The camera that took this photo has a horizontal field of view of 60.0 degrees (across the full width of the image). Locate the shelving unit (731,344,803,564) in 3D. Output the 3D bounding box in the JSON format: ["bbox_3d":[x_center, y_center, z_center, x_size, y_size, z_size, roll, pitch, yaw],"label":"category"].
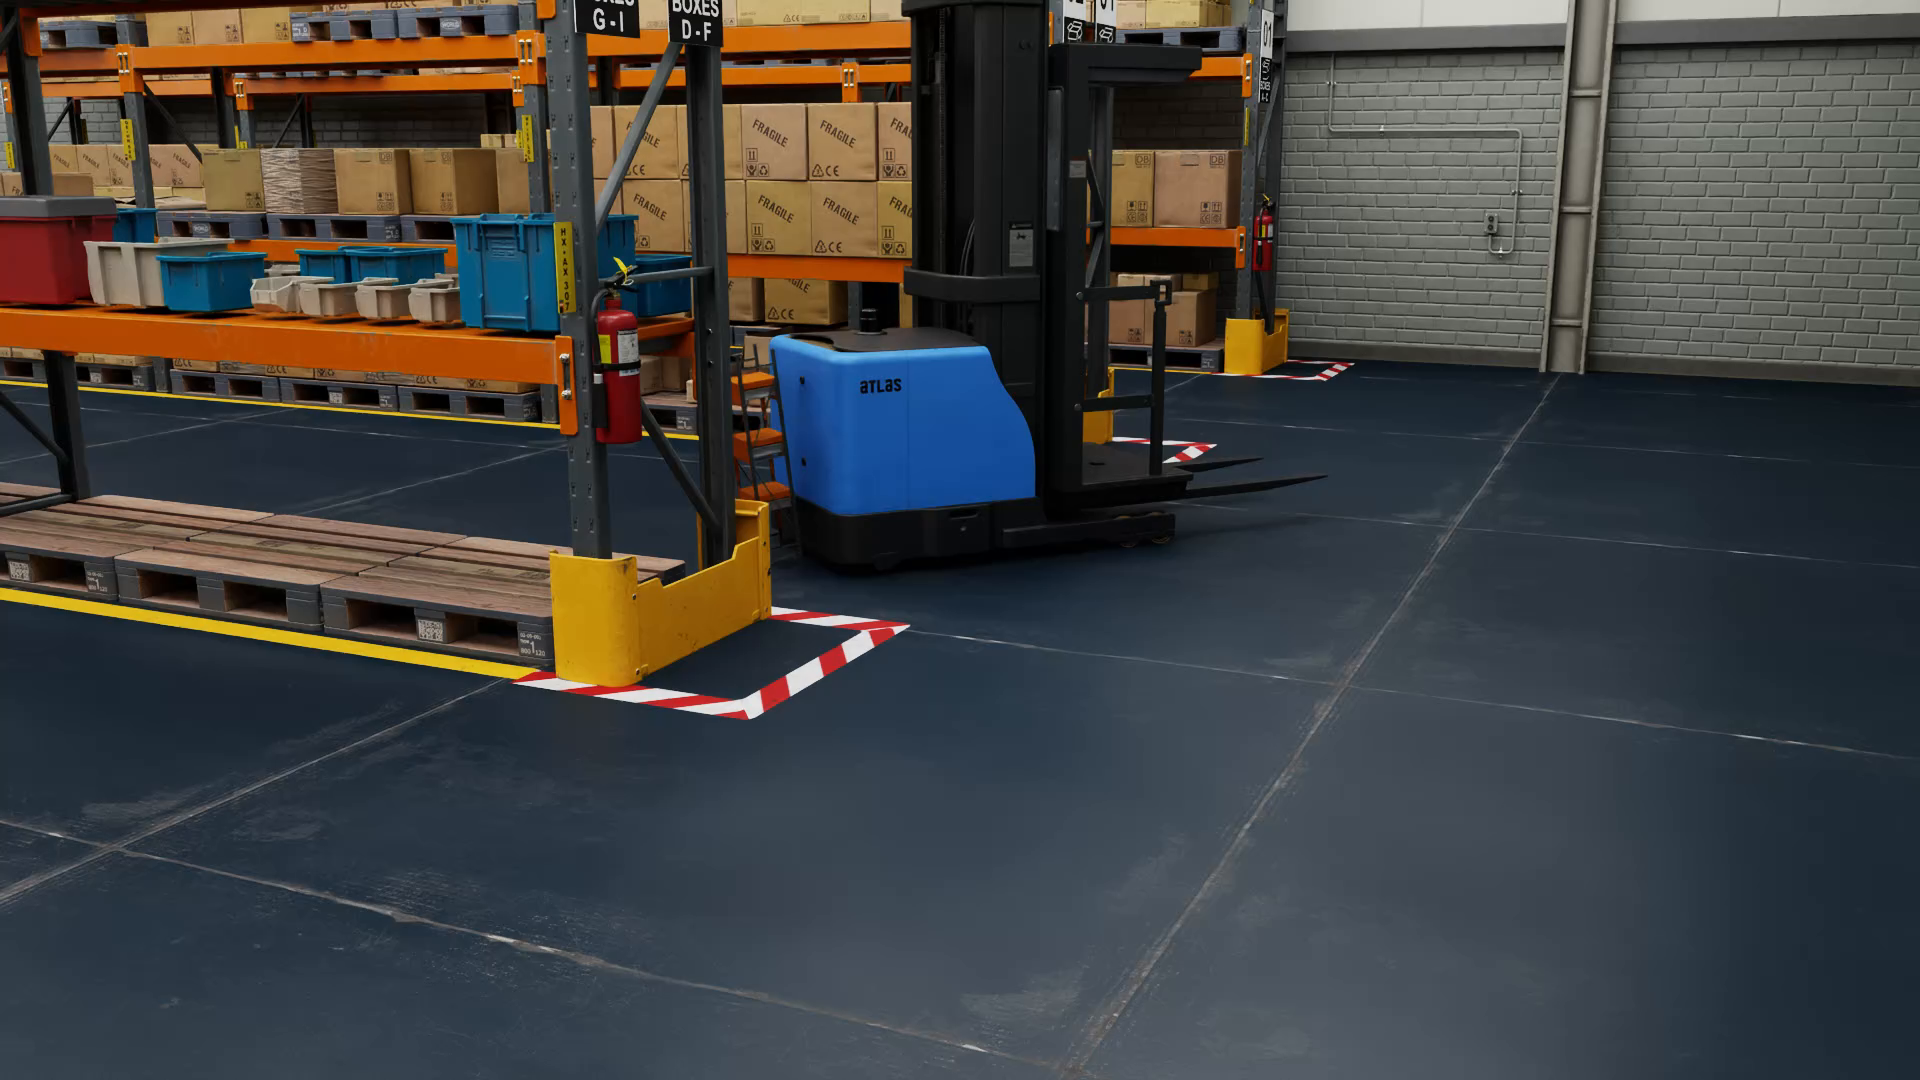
[{"bbox_3d":[-0.985,-0.422,8.211,0.215,1.050,0.252,-14,18,-25],"label":"shelving unit"}]

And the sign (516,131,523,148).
[{"bbox_3d":[-4.744,-4.250,17.938,0.005,0.325,0.100,6,14,23],"label":"sign"}]

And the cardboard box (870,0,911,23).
[{"bbox_3d":[-0.251,-3.492,10.832,0.500,0.250,0.500,6,14,23],"label":"cardboard box"}]

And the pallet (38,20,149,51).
[{"bbox_3d":[-7.193,-4.216,14.004,1.003,0.211,1.213,7,15,26],"label":"pallet"}]

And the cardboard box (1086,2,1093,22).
[{"bbox_3d":[1.050,-4.846,15.466,0.500,0.250,0.500,5,14,22],"label":"cardboard box"}]

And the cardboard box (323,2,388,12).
[{"bbox_3d":[-4.530,-4.381,12.934,0.600,0.600,0.600,5,14,21],"label":"cardboard box"}]

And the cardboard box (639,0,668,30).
[{"bbox_3d":[-2.079,-3.677,11.622,0.500,0.250,0.500,6,14,23],"label":"cardboard box"}]

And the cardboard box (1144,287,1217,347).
[{"bbox_3d":[2.101,-2.130,15.818,0.500,0.500,0.700,6,14,23],"label":"cardboard box"}]

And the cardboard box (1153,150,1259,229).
[{"bbox_3d":[2.311,-3.290,15.552,0.700,0.700,0.980,7,15,26],"label":"cardboard box"}]

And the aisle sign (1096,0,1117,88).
[{"bbox_3d":[0.960,-3.384,10.920,0.004,0.787,0.394,6,14,23],"label":"aisle sign"}]

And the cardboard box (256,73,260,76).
[{"bbox_3d":[-8.536,-5.826,20.187,0.500,0.500,0.500,6,15,25],"label":"cardboard box"}]

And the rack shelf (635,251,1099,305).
[{"bbox_3d":[-1.050,-1.898,11.854,4.000,0.370,1.077,6,14,23],"label":"rack shelf"}]

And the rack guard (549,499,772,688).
[{"bbox_3d":[-1.204,0.187,6.863,0.348,0.500,1.175,6,14,23],"label":"rack guard"}]

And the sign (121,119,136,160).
[{"bbox_3d":[-6.758,-3.251,13.510,0.005,0.325,0.100,6,14,23],"label":"sign"}]

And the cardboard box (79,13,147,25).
[{"bbox_3d":[-6.974,-4.426,13.893,0.500,0.250,0.500,5,14,19],"label":"cardboard box"}]

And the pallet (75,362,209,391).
[{"bbox_3d":[-7.273,-1.531,14.815,1.213,0.211,1.003,6,14,23],"label":"pallet"}]

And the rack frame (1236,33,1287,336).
[{"bbox_3d":[2.781,-3.099,15.394,0.127,3.000,1.000,6,14,23],"label":"rack frame"}]

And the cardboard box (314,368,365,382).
[{"bbox_3d":[-4.819,-1.557,13.334,0.500,0.500,0.500,5,14,21],"label":"cardboard box"}]

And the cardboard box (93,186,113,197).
[{"bbox_3d":[-10.586,-4.311,20.844,0.500,0.250,0.500,6,14,22],"label":"cardboard box"}]

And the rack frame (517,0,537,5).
[{"bbox_3d":[-2.879,-5.354,11.875,0.127,3.000,1.000,6,14,23],"label":"rack frame"}]

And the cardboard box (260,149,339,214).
[{"bbox_3d":[-5.156,-2.898,13.399,0.500,0.500,0.700,9,16,34],"label":"cardboard box"}]

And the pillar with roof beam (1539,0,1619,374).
[{"bbox_3d":[3.857,-5.051,10.582,0.400,9.000,9.100,6,14,23],"label":"pillar with roof beam"}]

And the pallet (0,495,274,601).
[{"bbox_3d":[-4.200,0.018,8.216,1.213,0.211,1.003,6,14,23],"label":"pallet"}]

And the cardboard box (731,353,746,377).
[{"bbox_3d":[-1.557,-1.276,12.549,0.500,0.311,0.500,6,14,23],"label":"cardboard box"}]

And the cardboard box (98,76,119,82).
[{"bbox_3d":[-10.191,-5.865,20.355,0.500,0.500,0.500,7,15,27],"label":"cardboard box"}]

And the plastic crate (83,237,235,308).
[{"bbox_3d":[-3.567,-1.191,7.393,0.530,0.282,0.437,6,14,23],"label":"plastic crate"}]

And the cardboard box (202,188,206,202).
[{"bbox_3d":[-8.746,-4.126,20.057,0.500,0.250,0.500,6,14,23],"label":"cardboard box"}]

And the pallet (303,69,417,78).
[{"bbox_3d":[-6.719,-5.403,19.060,1.003,0.211,1.213,6,14,23],"label":"pallet"}]

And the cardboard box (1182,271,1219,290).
[{"bbox_3d":[2.296,-2.476,15.873,0.250,0.149,0.380,6,14,24],"label":"cardboard box"}]

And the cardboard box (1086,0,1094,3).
[{"bbox_3d":[1.068,-5.210,15.374,0.500,0.500,0.500,5,14,21],"label":"cardboard box"}]

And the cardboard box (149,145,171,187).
[{"bbox_3d":[-9.662,-4.584,20.366,0.500,0.500,0.500,5,14,22],"label":"cardboard box"}]

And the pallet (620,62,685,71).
[{"bbox_3d":[-2.899,-5.056,17.582,1.213,0.211,1.003,7,15,26],"label":"pallet"}]

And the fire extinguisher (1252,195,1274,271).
[{"bbox_3d":[2.732,-2.769,14.975,0.183,0.674,0.296,6,14,23],"label":"fire extinguisher"}]

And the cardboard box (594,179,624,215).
[{"bbox_3d":[-2.523,-2.378,12.105,0.500,0.500,0.500,6,15,25],"label":"cardboard box"}]

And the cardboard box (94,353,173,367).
[{"bbox_3d":[-7.116,-1.667,14.394,0.500,0.250,0.500,6,15,25],"label":"cardboard box"}]

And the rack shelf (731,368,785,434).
[{"bbox_3d":[-1.013,-0.683,8.135,0.215,0.259,0.240,-14,18,-25],"label":"rack shelf"}]

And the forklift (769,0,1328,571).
[{"bbox_3d":[0.559,-1.489,8.685,3.031,2.935,1.130,-6,15,-25],"label":"forklift"}]

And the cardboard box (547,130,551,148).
[{"bbox_3d":[-4.196,-4.309,17.995,0.500,0.250,0.500,6,15,25],"label":"cardboard box"}]

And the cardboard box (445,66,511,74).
[{"bbox_3d":[-5.301,-5.276,18.257,0.500,0.311,0.500,6,14,23],"label":"cardboard box"}]

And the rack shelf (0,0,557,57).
[{"bbox_3d":[-3.060,-2.324,7.103,4.000,0.370,1.077,6,14,23],"label":"rack shelf"}]

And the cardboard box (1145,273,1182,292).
[{"bbox_3d":[1.910,-2.420,15.633,0.250,0.149,0.380,6,14,23],"label":"cardboard box"}]

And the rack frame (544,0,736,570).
[{"bbox_3d":[-1.231,-1.029,6.575,0.127,3.000,1.000,6,14,23],"label":"rack frame"}]

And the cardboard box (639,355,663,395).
[{"bbox_3d":[-2.583,-1.255,12.459,0.500,0.311,0.500,6,14,23],"label":"cardboard box"}]

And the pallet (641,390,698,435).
[{"bbox_3d":[-2.251,-1.012,12.607,1.213,0.211,1.003,6,14,23],"label":"pallet"}]

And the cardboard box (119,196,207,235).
[{"bbox_3d":[-6.851,-2.803,14.330,0.500,0.311,0.500,7,15,27],"label":"cardboard box"}]

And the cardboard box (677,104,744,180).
[{"bbox_3d":[-1.620,-2.771,11.592,0.500,0.500,0.500,5,14,22],"label":"cardboard box"}]

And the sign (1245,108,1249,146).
[{"bbox_3d":[2.549,-3.666,14.757,0.005,0.325,0.100,6,14,23],"label":"sign"}]

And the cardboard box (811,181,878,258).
[{"bbox_3d":[-0.671,-2.191,11.309,0.500,0.500,0.500,6,14,24],"label":"cardboard box"}]

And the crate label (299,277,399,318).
[{"bbox_3d":[-2.574,-1.018,6.974,0.243,0.136,0.396,6,14,23],"label":"crate label"}]

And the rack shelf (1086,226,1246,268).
[{"bbox_3d":[0.953,-2.933,16.265,4.000,0.370,1.077,6,14,23],"label":"rack shelf"}]

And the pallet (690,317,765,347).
[{"bbox_3d":[-2.731,-2.279,18.006,1.213,0.211,1.003,6,14,23],"label":"pallet"}]

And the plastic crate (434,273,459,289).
[{"bbox_3d":[-2.204,-1.131,7.457,0.298,0.136,0.250,6,14,23],"label":"plastic crate"}]

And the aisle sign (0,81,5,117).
[{"bbox_3d":[-12.035,-5.789,21.167,0.004,0.787,0.394,6,14,23],"label":"aisle sign"}]
